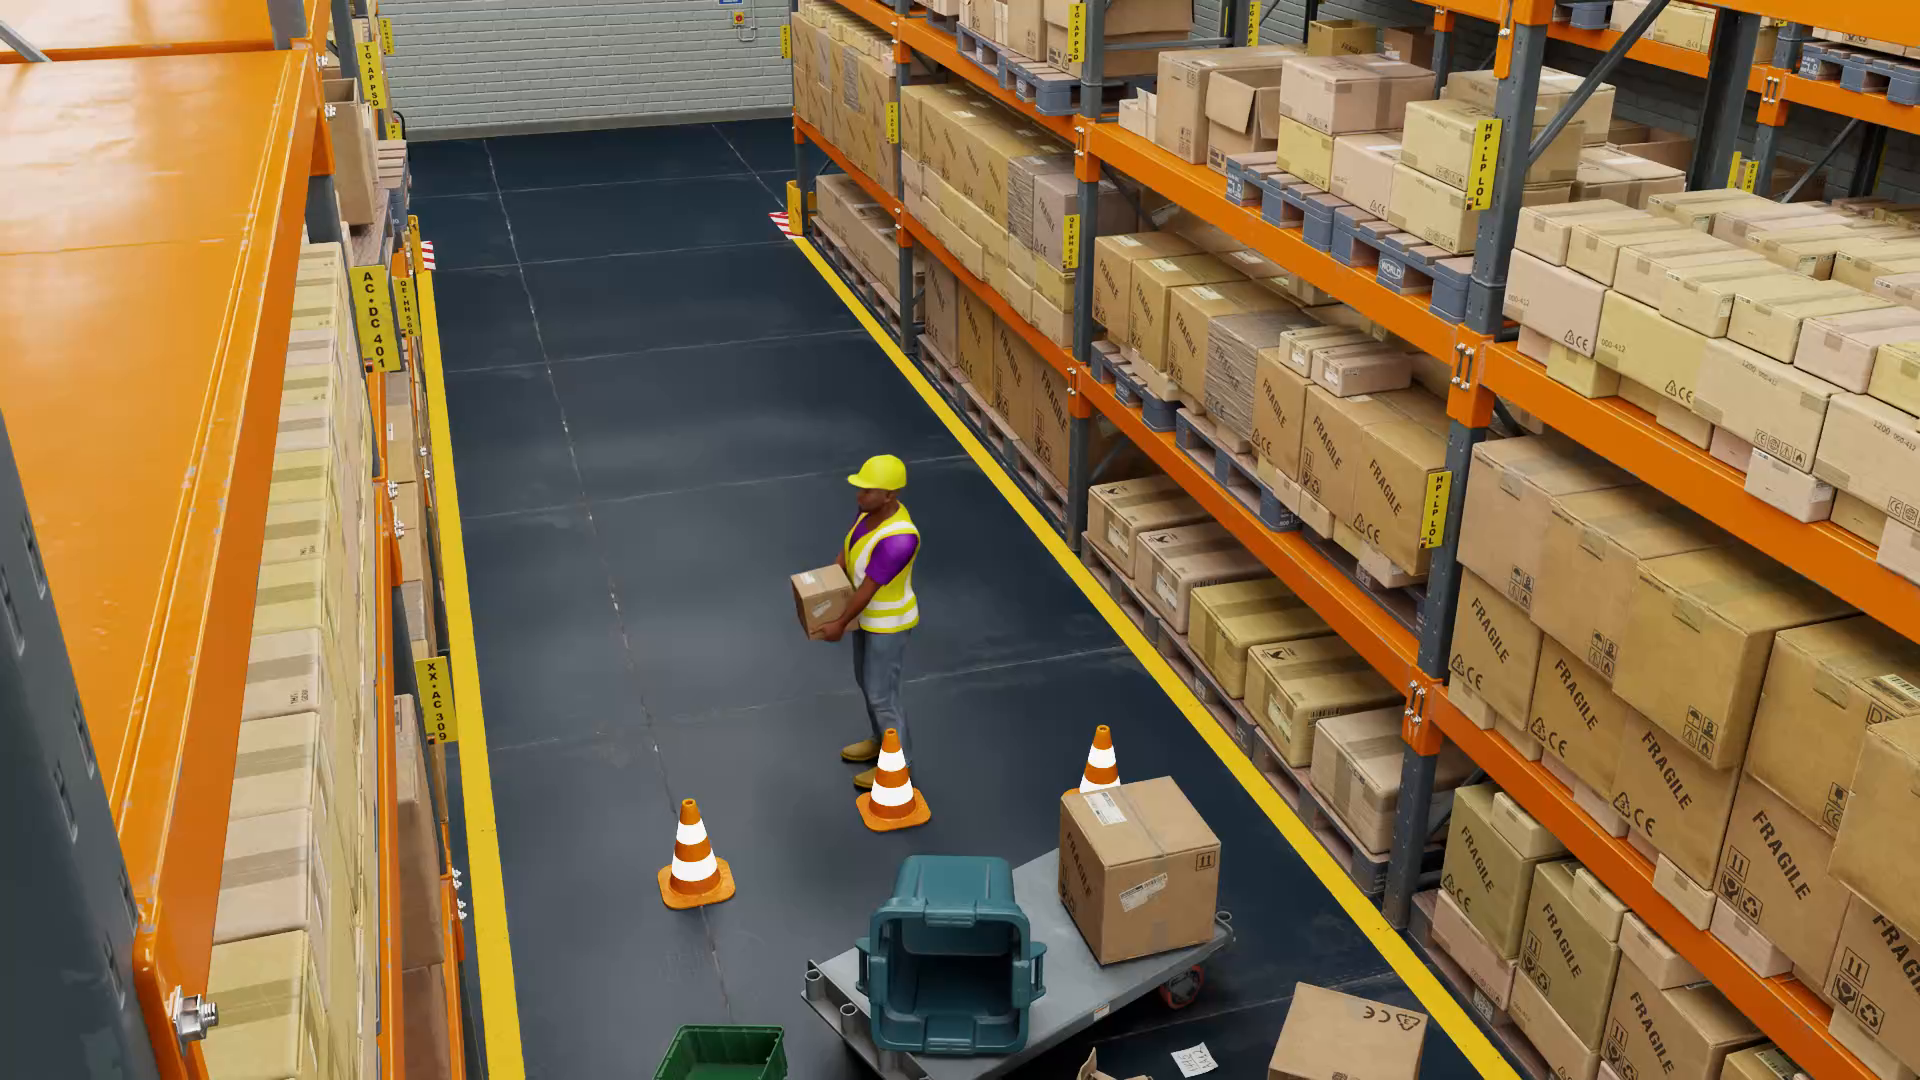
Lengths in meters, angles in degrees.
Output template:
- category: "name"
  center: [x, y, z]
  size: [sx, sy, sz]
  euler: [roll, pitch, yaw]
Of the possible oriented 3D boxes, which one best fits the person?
- category: "person"
  center: [-0.496, 0.409, 8.256]
  size: [0.567, 1.763, 0.505]
  euler: [-8, 27, -16]
